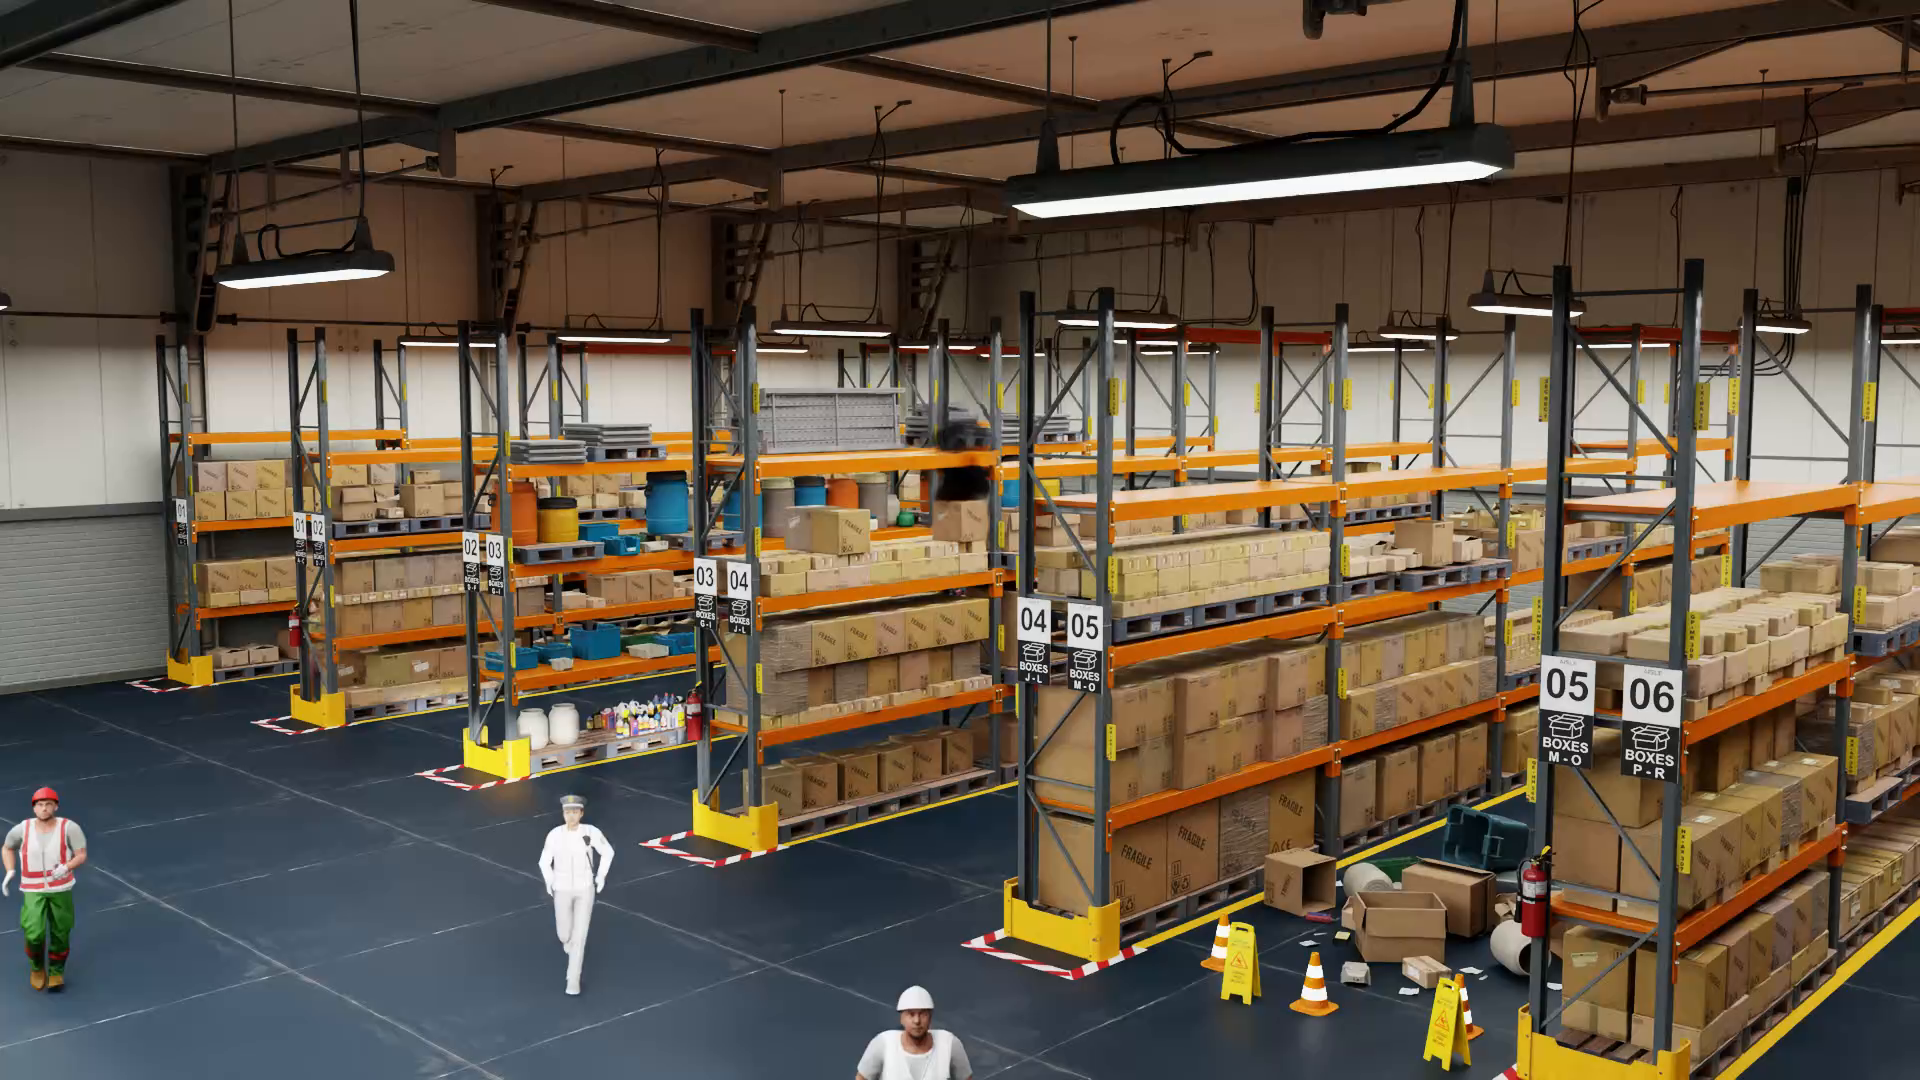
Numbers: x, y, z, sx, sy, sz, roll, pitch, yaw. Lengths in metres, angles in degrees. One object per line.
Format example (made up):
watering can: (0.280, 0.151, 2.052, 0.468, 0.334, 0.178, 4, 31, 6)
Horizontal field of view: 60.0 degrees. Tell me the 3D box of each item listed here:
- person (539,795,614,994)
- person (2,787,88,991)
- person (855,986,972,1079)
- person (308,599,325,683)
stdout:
person: (-3.307, 3.002, 14.348, 0.633, 1.657, 0.773, -1, 5, -8)
person: (-7.702, 2.958, 14.016, 0.646, 1.742, 0.650, -3, 6, -28)
person: (-0.254, 3.411, 9.533, 0.686, 1.733, 0.599, -1, 5, -6)
person: (-10.432, 1.777, 26.892, 0.580, 1.659, 0.936, 4, 6, 34)
